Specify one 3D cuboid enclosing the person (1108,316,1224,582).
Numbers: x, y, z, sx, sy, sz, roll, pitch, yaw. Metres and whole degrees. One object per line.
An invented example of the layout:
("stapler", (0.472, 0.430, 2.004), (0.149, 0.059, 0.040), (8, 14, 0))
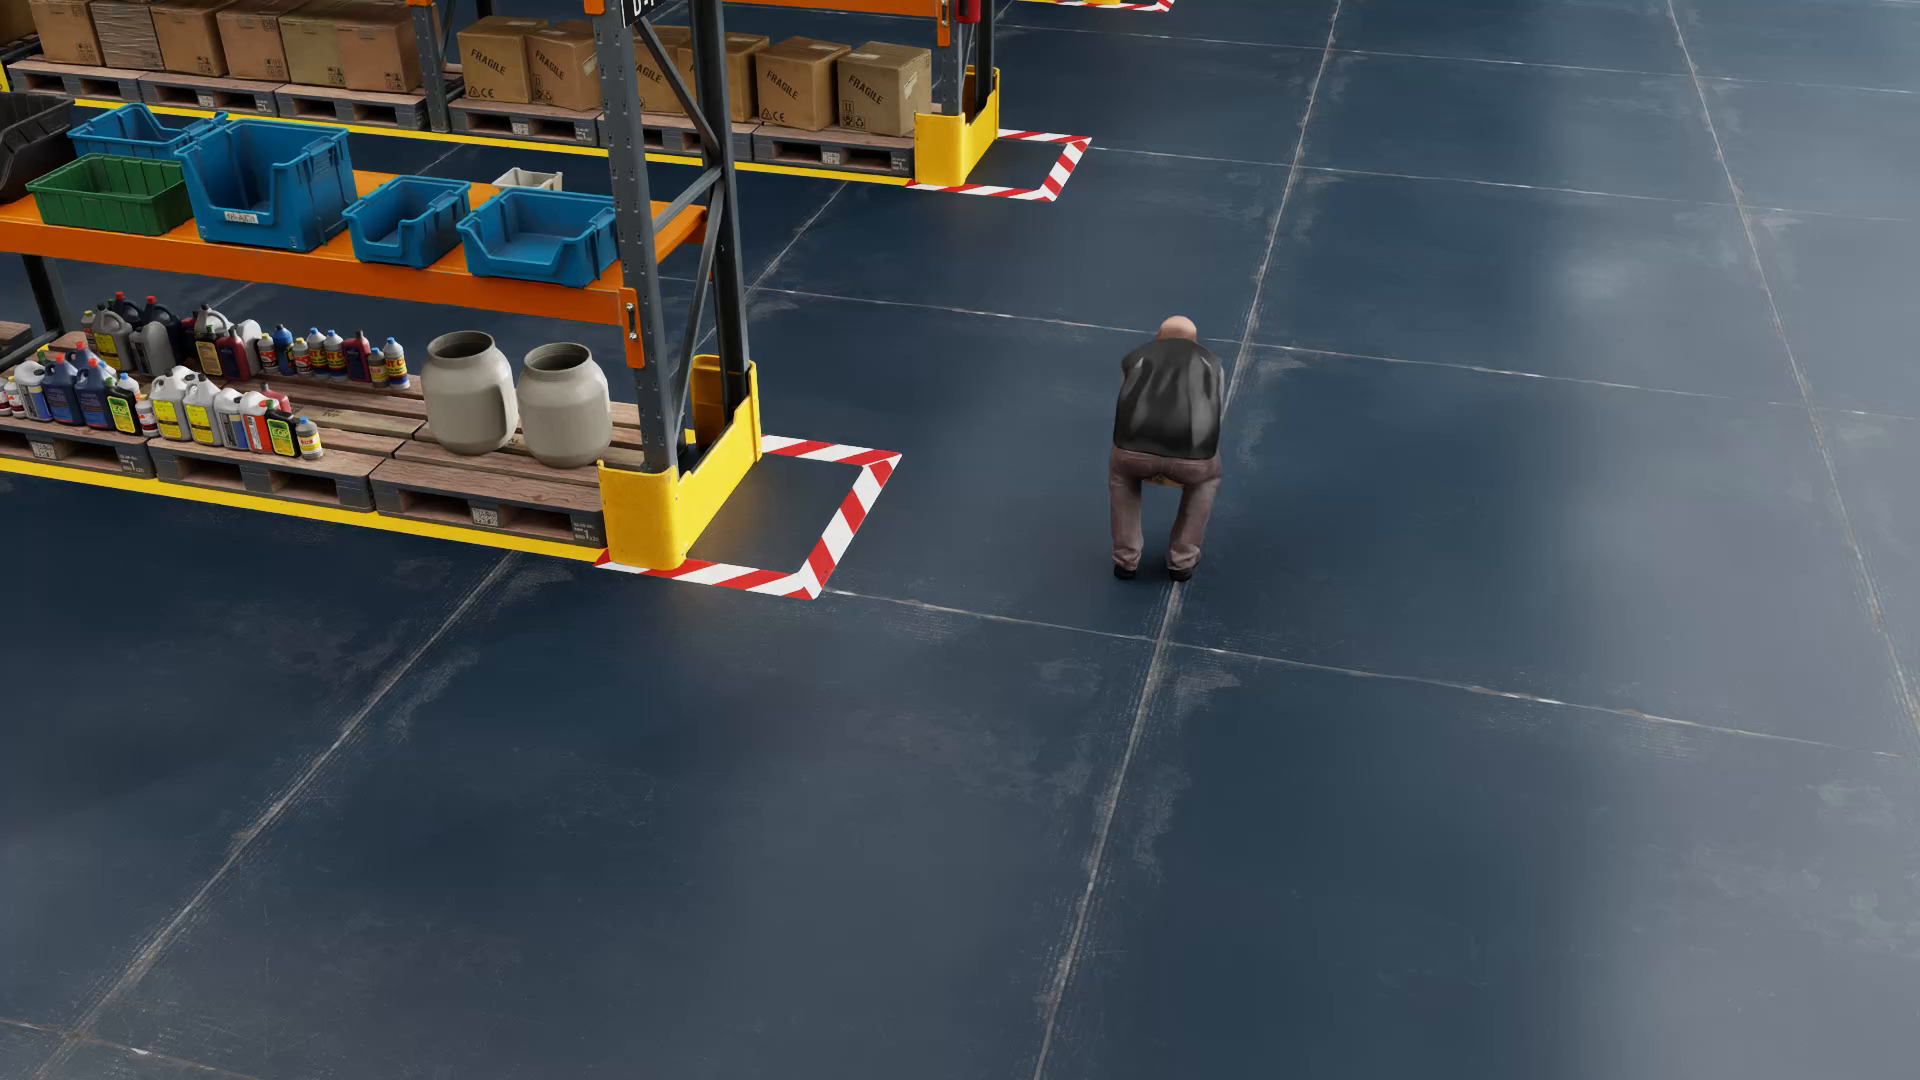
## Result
("person", (0.920, -0.391, 7.421), (0.504, 1.023, 0.949), (7, 33, 10))
